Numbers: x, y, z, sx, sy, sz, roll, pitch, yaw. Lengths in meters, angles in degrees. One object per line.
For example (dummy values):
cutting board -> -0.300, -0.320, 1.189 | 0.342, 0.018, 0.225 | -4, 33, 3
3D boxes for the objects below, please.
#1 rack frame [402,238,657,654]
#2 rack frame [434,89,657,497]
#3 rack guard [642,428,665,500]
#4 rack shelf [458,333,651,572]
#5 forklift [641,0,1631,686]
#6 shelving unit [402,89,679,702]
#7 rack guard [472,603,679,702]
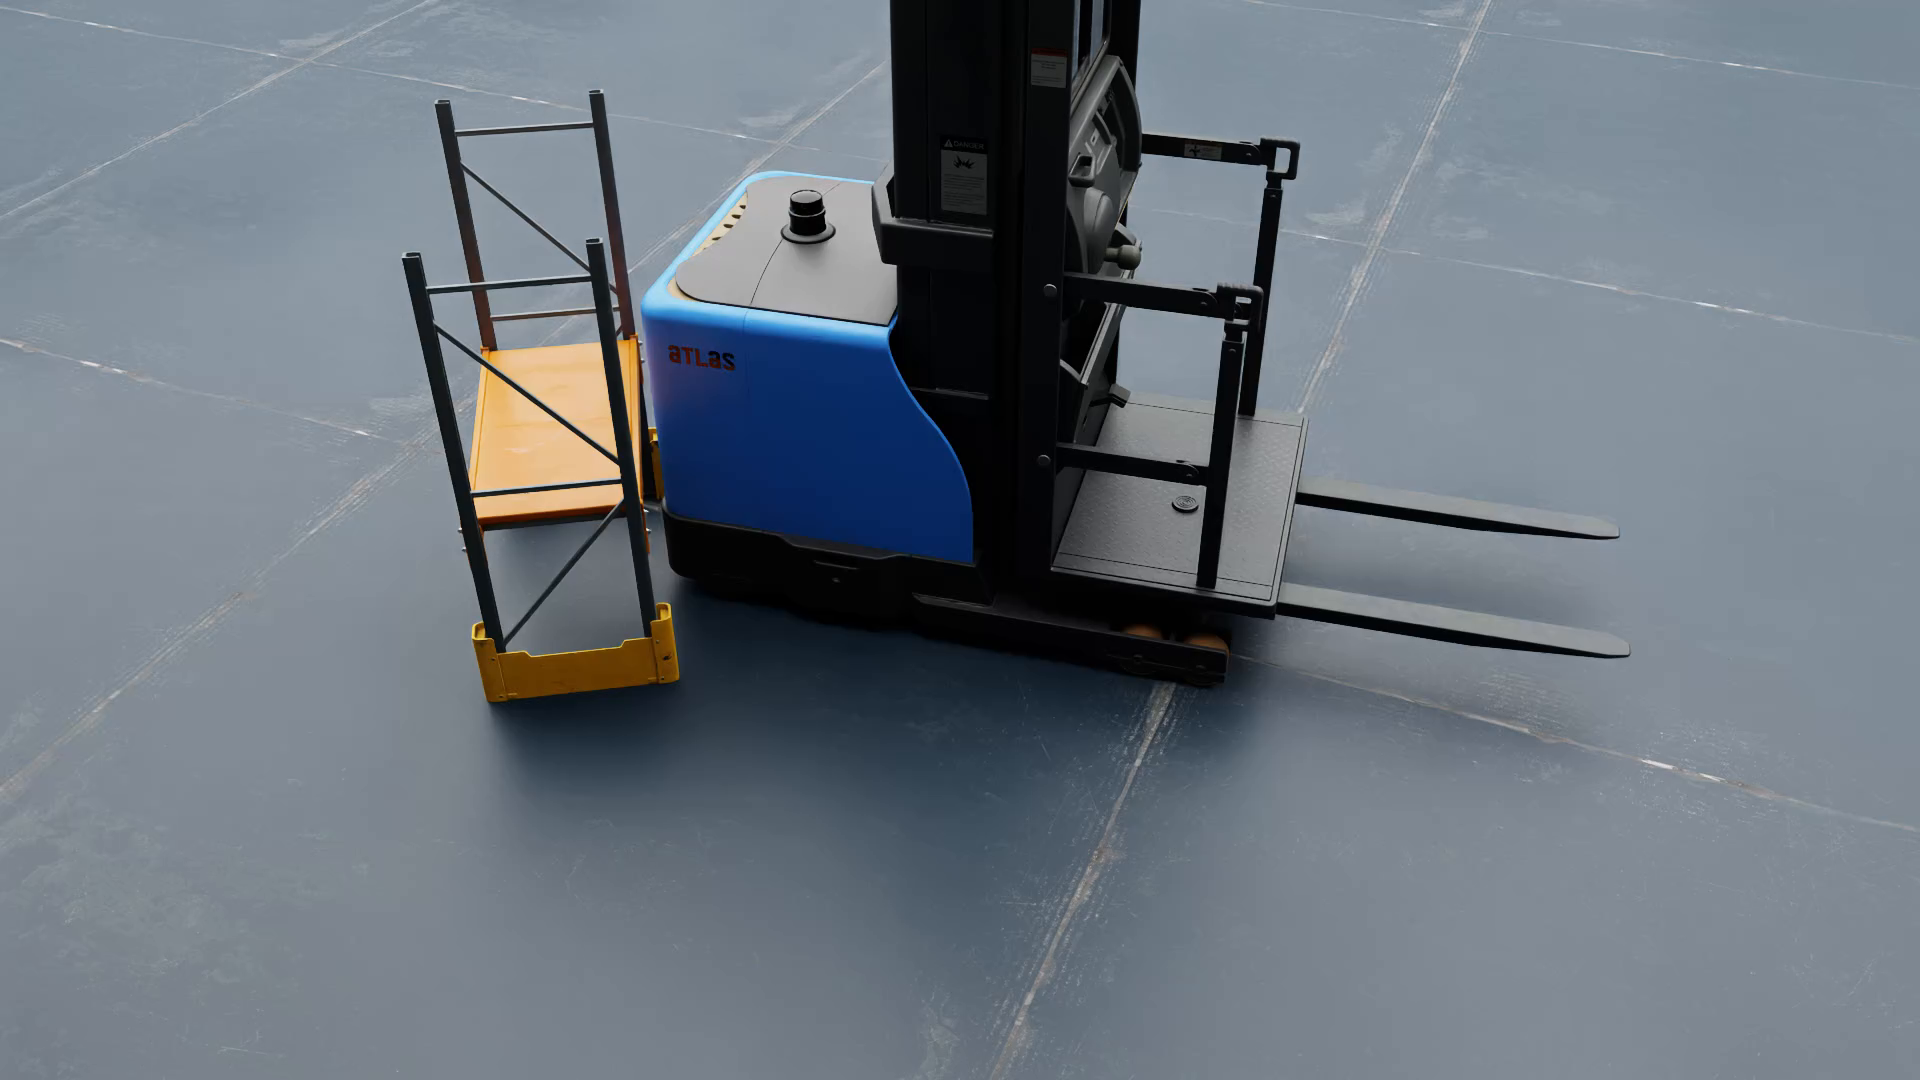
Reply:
rack frame -> -1.165, -0.145, 4.691 | 0.500, 1.500, 0.032 | -6, 37, -8
rack frame -> -1.336, -0.745, 5.494 | 0.500, 1.500, 0.032 | -6, 37, -8
rack guard -> -1.335, -0.244, 5.867 | 0.587, 0.250, 0.087 | -6, 37, -8
rack shelf -> -1.250, -0.301, 5.200 | 0.538, 0.185, 1.000 | -6, 37, -8
forklift -> 0.605, -1.078, 4.744 | 3.031, 2.935, 1.130 | 9, 38, 12
shelving unit -> -1.252, -0.451, 5.100 | 0.587, 1.500, 1.083 | -6, 37, -8
rack guard -> -1.167, 0.344, 5.081 | 0.587, 0.250, 0.087 | -6, 37, -8
